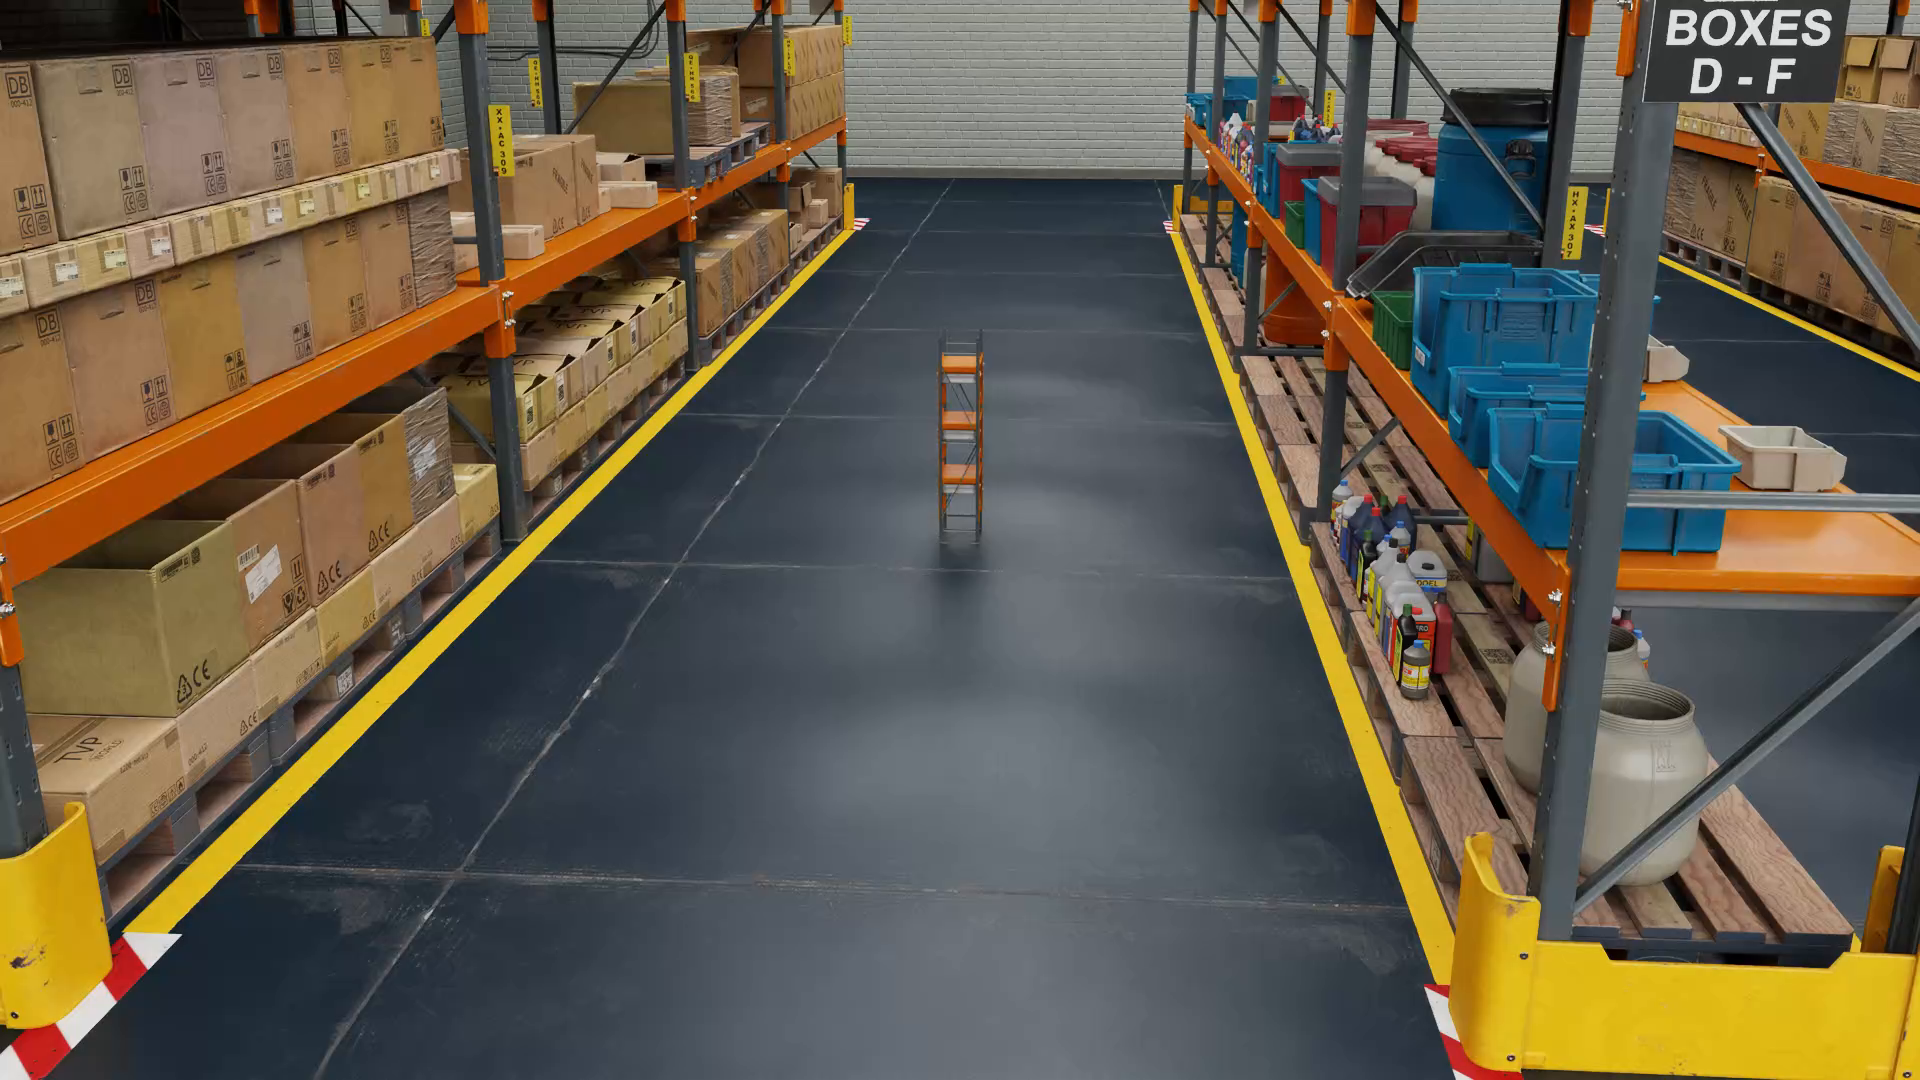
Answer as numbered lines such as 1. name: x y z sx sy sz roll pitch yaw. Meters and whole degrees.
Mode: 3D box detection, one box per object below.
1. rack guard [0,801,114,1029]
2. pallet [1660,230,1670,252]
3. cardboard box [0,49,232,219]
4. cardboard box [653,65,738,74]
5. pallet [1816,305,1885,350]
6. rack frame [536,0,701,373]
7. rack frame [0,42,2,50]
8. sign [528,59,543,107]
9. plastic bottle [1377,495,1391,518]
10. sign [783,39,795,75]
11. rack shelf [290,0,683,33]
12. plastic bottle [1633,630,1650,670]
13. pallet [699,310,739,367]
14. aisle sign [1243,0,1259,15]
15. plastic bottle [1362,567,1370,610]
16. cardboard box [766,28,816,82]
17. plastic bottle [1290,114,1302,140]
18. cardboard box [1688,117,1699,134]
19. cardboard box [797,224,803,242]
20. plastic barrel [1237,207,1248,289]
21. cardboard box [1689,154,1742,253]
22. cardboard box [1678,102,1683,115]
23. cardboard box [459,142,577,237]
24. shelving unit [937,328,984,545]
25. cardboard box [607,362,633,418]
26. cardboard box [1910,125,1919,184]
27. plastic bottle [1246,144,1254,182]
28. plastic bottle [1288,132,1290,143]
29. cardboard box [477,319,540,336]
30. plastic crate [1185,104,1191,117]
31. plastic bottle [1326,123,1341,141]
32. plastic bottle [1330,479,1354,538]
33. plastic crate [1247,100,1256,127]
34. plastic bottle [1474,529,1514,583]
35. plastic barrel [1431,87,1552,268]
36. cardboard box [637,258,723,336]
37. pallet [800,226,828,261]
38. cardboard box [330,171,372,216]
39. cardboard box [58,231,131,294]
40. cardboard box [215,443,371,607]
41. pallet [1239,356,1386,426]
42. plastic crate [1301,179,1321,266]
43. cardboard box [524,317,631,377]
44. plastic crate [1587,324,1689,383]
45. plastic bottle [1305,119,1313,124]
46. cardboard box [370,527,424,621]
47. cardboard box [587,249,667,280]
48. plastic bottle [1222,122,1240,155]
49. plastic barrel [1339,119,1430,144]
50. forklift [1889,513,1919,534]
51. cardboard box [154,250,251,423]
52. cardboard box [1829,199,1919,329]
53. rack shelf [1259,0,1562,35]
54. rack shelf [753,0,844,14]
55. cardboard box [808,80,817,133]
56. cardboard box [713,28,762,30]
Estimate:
1. rack guard: -2.992 1.003 4.561 1.175 0.500 0.348 1 18 4
2. pallet: 8.058 -3.364 18.352 1.003 0.211 1.213 1 18 4
3. cardboard box: -2.873 -1.338 5.445 0.700 0.500 0.500 1 18 4
4. cardboard box: -2.387 -4.025 15.053 0.700 0.500 0.500 -5 19 -15
5. pallet: 7.685 -1.751 13.428 1.003 0.211 1.213 1 18 4
6. rack frame: -2.417 -2.677 11.777 1.000 3.000 0.127 1 18 4
7. rack frame: -7.358 -2.787 12.111 1.000 3.000 0.127 1 18 4
8. sign: -2.959 -3.199 11.637 0.100 0.325 0.005 1 18 4
9. plastic bottle: 1.887 -0.049 7.412 0.061 0.283 0.133 1 18 4
10. sign: -1.577 -4.459 15.353 0.100 0.325 0.005 1 18 4
11. rack shelf: -2.561 -3.140 9.526 1.077 0.370 4.000 1 18 4
12. plastic bottle: 2.390 0.450 5.907 0.097 0.271 0.097 0 18 0
13. pallet: -2.326 -1.583 12.916 1.003 0.211 1.213 1 18 4
14. aisle sign: 3.394 -6.301 18.662 0.394 0.787 0.004 1 18 4
15. plastic bottle: 1.707 0.185 6.829 0.097 0.201 0.097 0 18 0
16. cardboard box: -1.742 -4.902 16.801 0.500 0.500 0.500 1 18 2
17. plastic bottle: 2.927 -3.495 14.351 0.144 0.351 0.185 1 18 4
18. cardboard box: 7.556 -4.158 16.699 0.380 0.149 0.250 2 18 5
19. cardboard box: -1.833 -3.177 17.145 0.380 0.166 0.250 1 18 4
20. plastic barrel: 2.703 -2.622 14.303 0.600 0.901 0.708 1 18 4
21. cardboard box: 7.942 -3.370 16.628 0.875 0.875 0.875 1 18 4
22. cardboard box: 7.663 -4.549 17.252 0.500 0.250 0.500 1 18 2
23. cardboard box: -2.559 -2.040 9.671 0.500 0.500 0.500 1 18 4
24. shelving unit: 0.004 -0.516 8.310 0.215 1.050 0.252 1 18 4
25. cardboard box: -2.318 -0.925 10.171 0.500 0.250 0.500 2 18 5
26. cardboard box: 7.293 -2.816 12.040 0.500 0.500 0.500 1 18 3
27. plastic bottle: 2.184 -2.807 12.380 0.097 0.271 0.097 0 18 0
28. plastic bottle: 2.978 -3.581 14.853 0.097 0.201 0.097 0 18 0
29. cardboard box: -2.852 -1.199 10.107 0.500 0.311 0.500 1 18 3
30. plastic crate: 2.645 -4.786 18.540 0.250 0.136 0.298 1 18 4
31. plastic bottle: 2.991 -3.150 13.297 0.144 0.351 0.185 1 18 4
32. plastic bottle: 1.776 -0.147 7.729 0.097 0.271 0.097 0 18 0
33. plastic crate: 3.103 -4.250 16.671 0.437 0.282 0.530 1 18 4
34. plastic bottle: 2.314 0.032 7.174 0.152 0.276 0.135 1 18 4
35. plastic barrel: 2.566 -1.675 7.912 0.600 0.901 0.708 1 18 4
36. cardboard box: -2.099 -1.834 12.509 0.500 0.500 0.500 2 18 6
37. pallet: -1.995 -3.188 17.813 1.003 0.211 1.213 1 18 4
38. cardboard box: -2.584 -1.386 6.632 0.380 0.149 0.250 1 18 4
39. cardboard box: -2.712 -0.825 4.922 0.380 0.149 0.250 1 18 4
40. cardboard box: -2.620 -0.069 6.355 0.500 0.500 0.500 1 18 4
41. pallet: 2.429 -1.001 11.138 1.003 0.211 1.213 1 18 4
42. plastic crate: 2.005 -1.665 8.714 0.392 0.384 0.575 1 18 4
43. cardboard box: -2.317 -1.195 10.093 0.500 0.311 0.500 2 18 5
44. plastic crate: 2.373 -0.688 6.129 0.530 0.136 0.437 1 18 4
45. plastic bottle: 3.104 -3.619 14.851 0.152 0.276 0.135 1 18 4
46. cardboard box: -2.586 0.132 6.946 0.500 0.250 0.500 1 18 4
47. cardboard box: -2.584 -1.994 13.000 0.500 0.500 0.500 2 18 6
48. plastic bottle: 2.371 -3.500 14.487 0.152 0.276 0.135 1 18 4
49. plastic barrel: 2.792 -2.479 10.954 0.600 0.536 0.708 1 18 4
50. forklift: 4.638 -0.836 6.269 1.130 2.935 3.031 3 18 8
51. cardboard box: -2.870 -0.702 5.588 0.700 0.500 0.500 1 18 4
52. cardboard box: 7.605 -2.136 12.861 1.225 0.875 0.875 1 18 4
53. rack shelf: 2.380 -3.028 9.185 1.077 0.370 4.000 1 18 4
54. rack shelf: -1.987 -5.624 17.109 1.077 0.370 4.000 1 18 4
55. cardboard box: -1.750 -4.434 16.977 0.500 0.500 0.500 1 18 4
56. cardboard box: -2.282 -4.921 16.857 0.500 0.500 0.500 1 18 4
